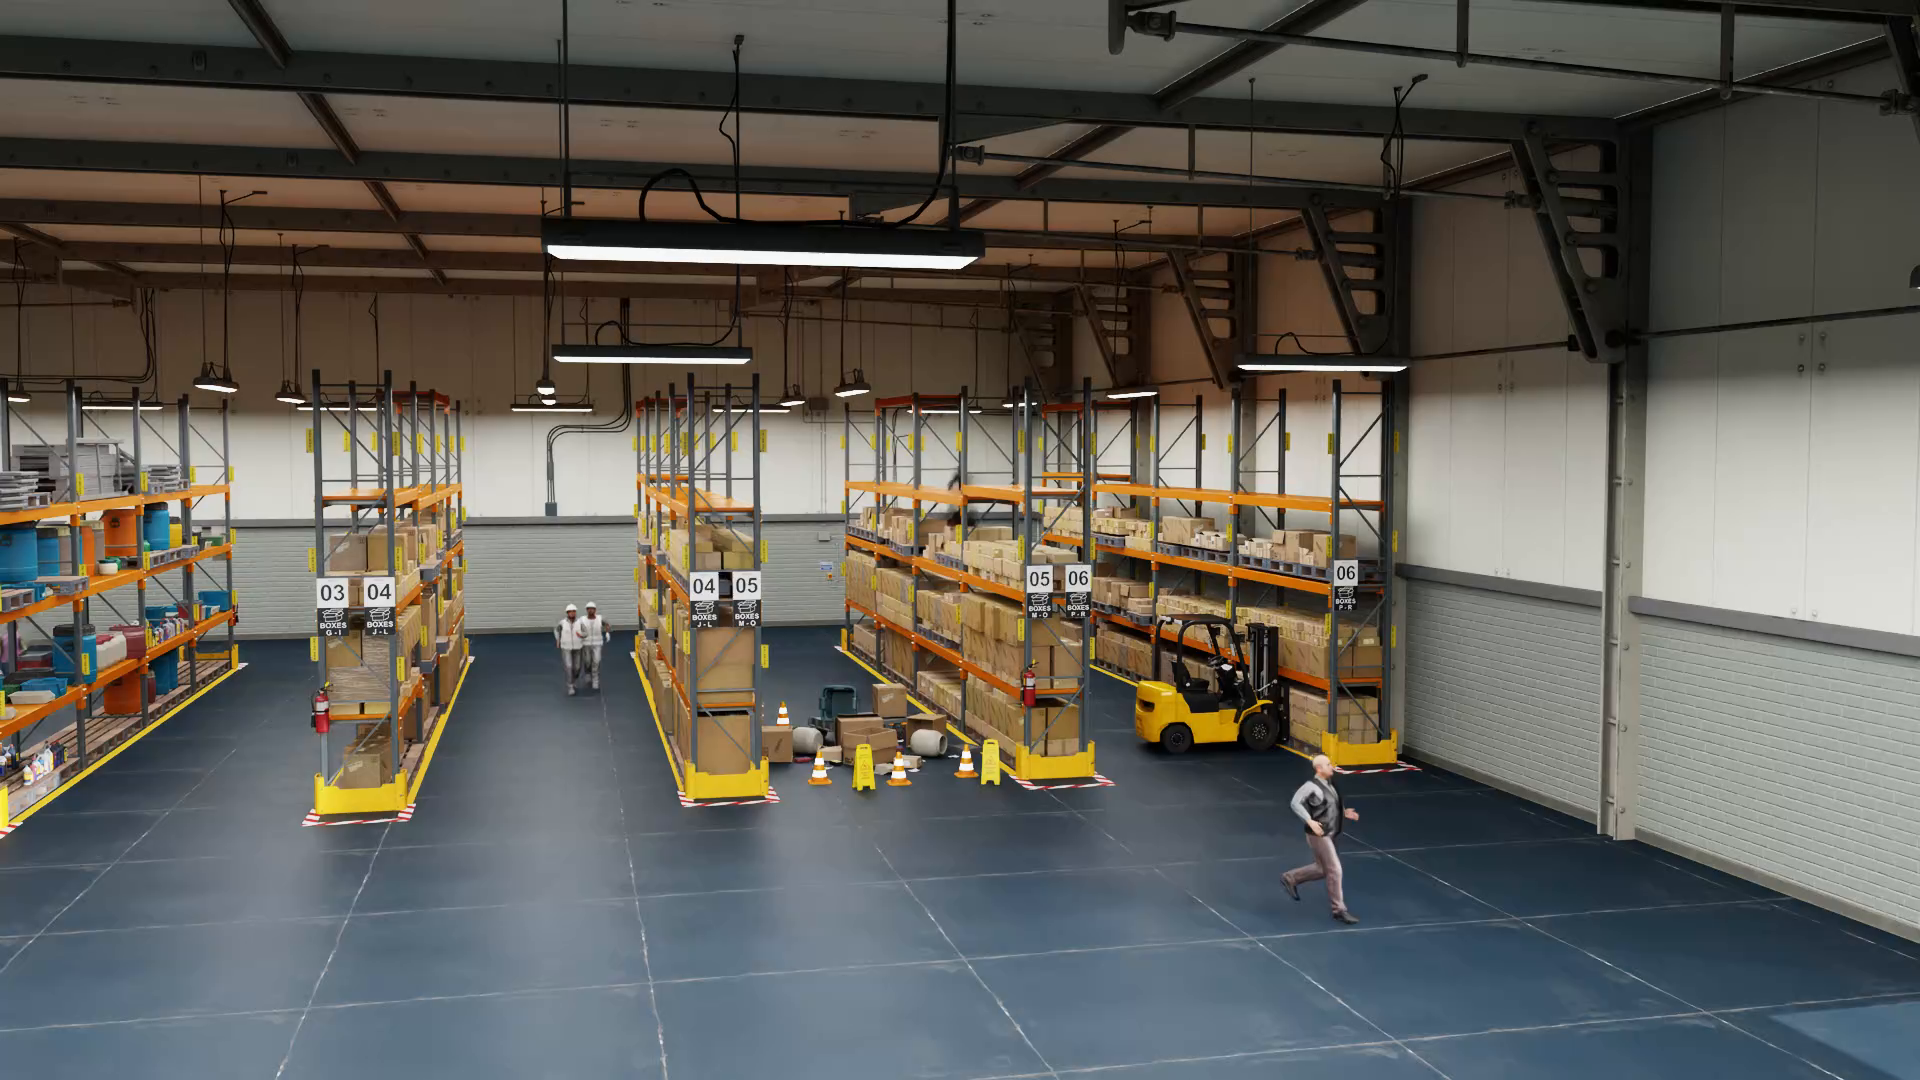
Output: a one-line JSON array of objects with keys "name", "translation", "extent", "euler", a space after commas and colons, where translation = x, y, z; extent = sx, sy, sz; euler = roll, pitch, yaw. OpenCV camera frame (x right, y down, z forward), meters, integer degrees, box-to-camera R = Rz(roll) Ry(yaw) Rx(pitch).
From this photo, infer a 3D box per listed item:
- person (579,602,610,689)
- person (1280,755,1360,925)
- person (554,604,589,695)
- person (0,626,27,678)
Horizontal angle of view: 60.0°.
[{"name": "person", "translation": [-7.478, 2.132, 33.828], "extent": [0.700, 1.729, 1.114], "euler": [-1, 3, -12]}, {"name": "person", "translation": [3.806, 3.132, 17.586], "extent": [0.928, 1.727, 0.663], "euler": [2, 4, 35]}, {"name": "person", "translation": [-7.778, 2.169, 33.328], "extent": [0.656, 1.758, 0.969], "euler": [-1, 4, -20]}, {"name": "person", "translation": [-18.354, 2.367, 32.173], "extent": [0.540, 1.551, 0.640], "euler": [-1, 4, -22]}]
